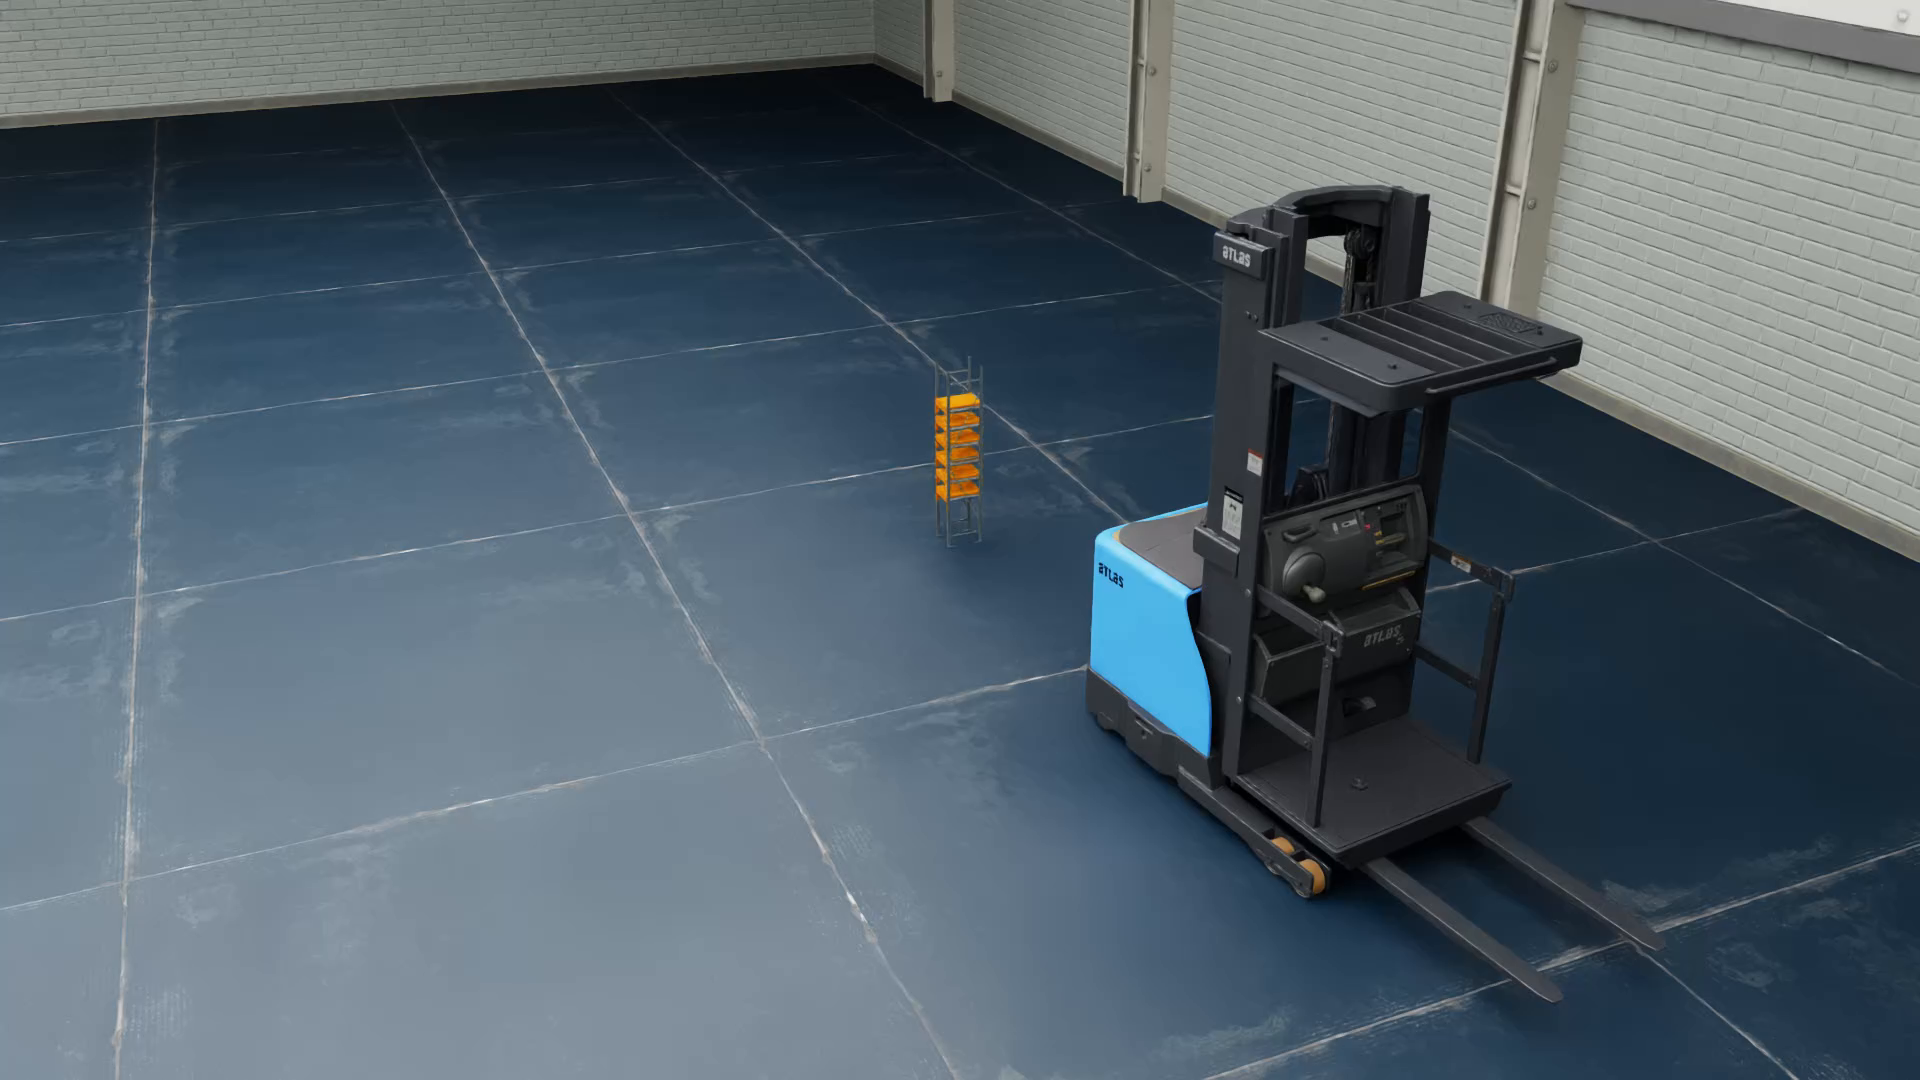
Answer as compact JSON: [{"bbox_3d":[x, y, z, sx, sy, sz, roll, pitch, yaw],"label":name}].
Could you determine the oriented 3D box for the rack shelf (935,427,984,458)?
[{"bbox_3d":[-0.006,-0.613,10.466,0.258,0.103,0.180,-11,28,-21],"label":"rack shelf"}]

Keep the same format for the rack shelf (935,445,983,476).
[{"bbox_3d":[-0.006,-0.505,10.518,0.258,0.103,0.180,-11,28,-21],"label":"rack shelf"}]

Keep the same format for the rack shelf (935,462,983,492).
[{"bbox_3d":[-0.006,-0.397,10.571,0.258,0.103,0.180,-11,28,-21],"label":"rack shelf"}]

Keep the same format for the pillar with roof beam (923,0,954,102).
[{"bbox_3d":[-4.263,-9.556,20.066,9.100,9.000,0.400,-11,28,-21],"label":"pillar with roof beam"}]

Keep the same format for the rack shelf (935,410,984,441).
[{"bbox_3d":[-0.006,-0.721,10.413,0.258,0.103,0.180,-11,28,-21],"label":"rack shelf"}]

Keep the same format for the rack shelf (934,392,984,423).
[{"bbox_3d":[-0.006,-0.829,10.360,0.258,0.103,0.180,-11,28,-21],"label":"rack shelf"}]

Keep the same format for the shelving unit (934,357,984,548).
[{"bbox_3d":[-0.006,-0.545,10.499,0.258,1.200,0.189,-11,28,-21],"label":"shelving unit"}]

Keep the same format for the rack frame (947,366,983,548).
[{"bbox_3d":[0.030,-0.508,10.423,0.240,1.200,0.006,-11,28,-21],"label":"rack frame"}]

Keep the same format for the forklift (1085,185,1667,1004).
[{"bbox_3d":[1.847,0.054,7.298,1.130,2.935,3.031,-15,30,-27],"label":"forklift"}]

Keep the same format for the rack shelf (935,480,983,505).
[{"bbox_3d":[-0.006,-0.289,10.624,0.258,0.103,0.180,-11,28,-21],"label":"rack shelf"}]

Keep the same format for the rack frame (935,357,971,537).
[{"bbox_3d":[-0.042,-0.582,10.574,0.240,1.200,0.006,-11,28,-21],"label":"rack frame"}]

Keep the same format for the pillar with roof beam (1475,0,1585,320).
[{"bbox_3d":[0.437,-4.712,10.143,9.100,9.000,0.400,-11,28,-21],"label":"pillar with roof beam"}]

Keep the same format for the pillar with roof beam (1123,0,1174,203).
[{"bbox_3d":[-1.913,-7.134,15.104,9.100,9.000,0.400,-11,28,-21],"label":"pillar with roof beam"}]
